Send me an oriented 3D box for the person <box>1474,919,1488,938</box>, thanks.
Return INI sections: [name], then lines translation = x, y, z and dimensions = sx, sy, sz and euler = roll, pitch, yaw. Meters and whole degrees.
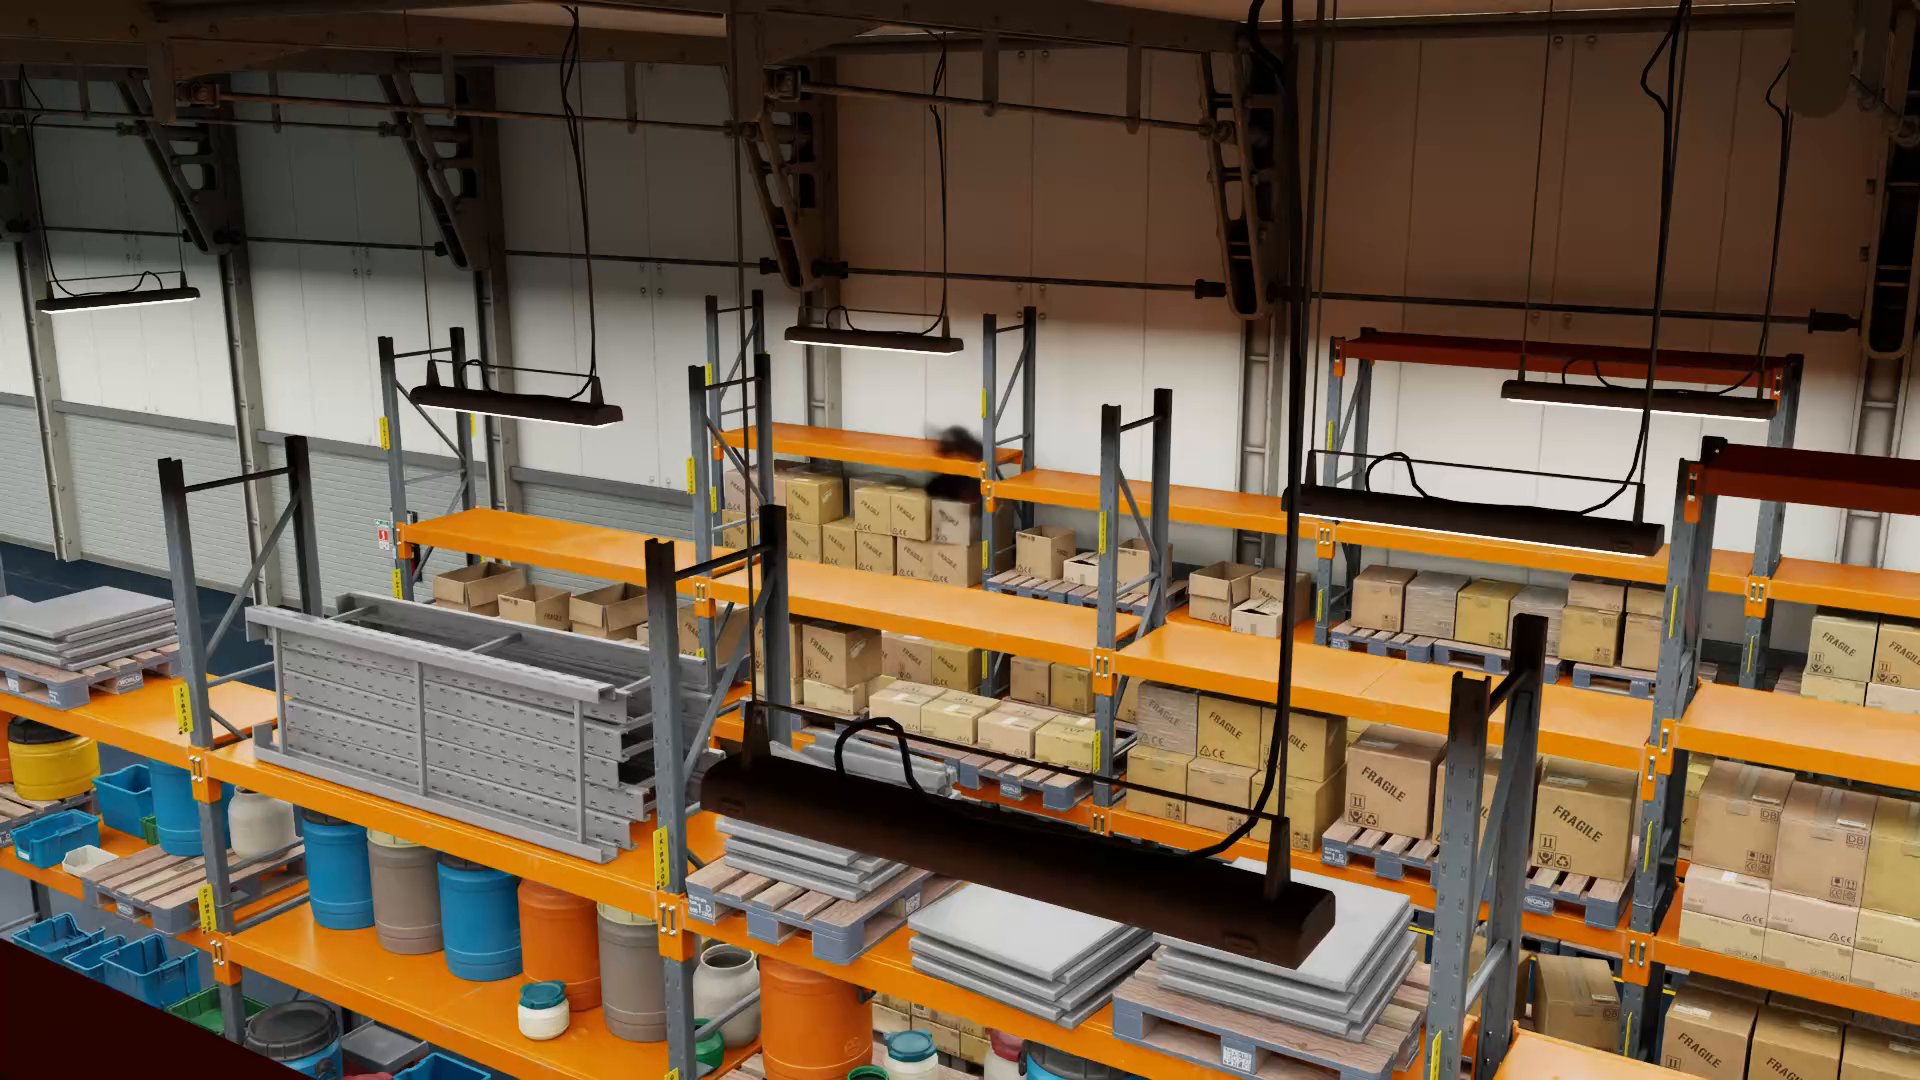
[person]
translation = 4.638, 3.747, 14.643
dimensions = 0.643, 1.648, 0.579
euler = 7, 15, 26
